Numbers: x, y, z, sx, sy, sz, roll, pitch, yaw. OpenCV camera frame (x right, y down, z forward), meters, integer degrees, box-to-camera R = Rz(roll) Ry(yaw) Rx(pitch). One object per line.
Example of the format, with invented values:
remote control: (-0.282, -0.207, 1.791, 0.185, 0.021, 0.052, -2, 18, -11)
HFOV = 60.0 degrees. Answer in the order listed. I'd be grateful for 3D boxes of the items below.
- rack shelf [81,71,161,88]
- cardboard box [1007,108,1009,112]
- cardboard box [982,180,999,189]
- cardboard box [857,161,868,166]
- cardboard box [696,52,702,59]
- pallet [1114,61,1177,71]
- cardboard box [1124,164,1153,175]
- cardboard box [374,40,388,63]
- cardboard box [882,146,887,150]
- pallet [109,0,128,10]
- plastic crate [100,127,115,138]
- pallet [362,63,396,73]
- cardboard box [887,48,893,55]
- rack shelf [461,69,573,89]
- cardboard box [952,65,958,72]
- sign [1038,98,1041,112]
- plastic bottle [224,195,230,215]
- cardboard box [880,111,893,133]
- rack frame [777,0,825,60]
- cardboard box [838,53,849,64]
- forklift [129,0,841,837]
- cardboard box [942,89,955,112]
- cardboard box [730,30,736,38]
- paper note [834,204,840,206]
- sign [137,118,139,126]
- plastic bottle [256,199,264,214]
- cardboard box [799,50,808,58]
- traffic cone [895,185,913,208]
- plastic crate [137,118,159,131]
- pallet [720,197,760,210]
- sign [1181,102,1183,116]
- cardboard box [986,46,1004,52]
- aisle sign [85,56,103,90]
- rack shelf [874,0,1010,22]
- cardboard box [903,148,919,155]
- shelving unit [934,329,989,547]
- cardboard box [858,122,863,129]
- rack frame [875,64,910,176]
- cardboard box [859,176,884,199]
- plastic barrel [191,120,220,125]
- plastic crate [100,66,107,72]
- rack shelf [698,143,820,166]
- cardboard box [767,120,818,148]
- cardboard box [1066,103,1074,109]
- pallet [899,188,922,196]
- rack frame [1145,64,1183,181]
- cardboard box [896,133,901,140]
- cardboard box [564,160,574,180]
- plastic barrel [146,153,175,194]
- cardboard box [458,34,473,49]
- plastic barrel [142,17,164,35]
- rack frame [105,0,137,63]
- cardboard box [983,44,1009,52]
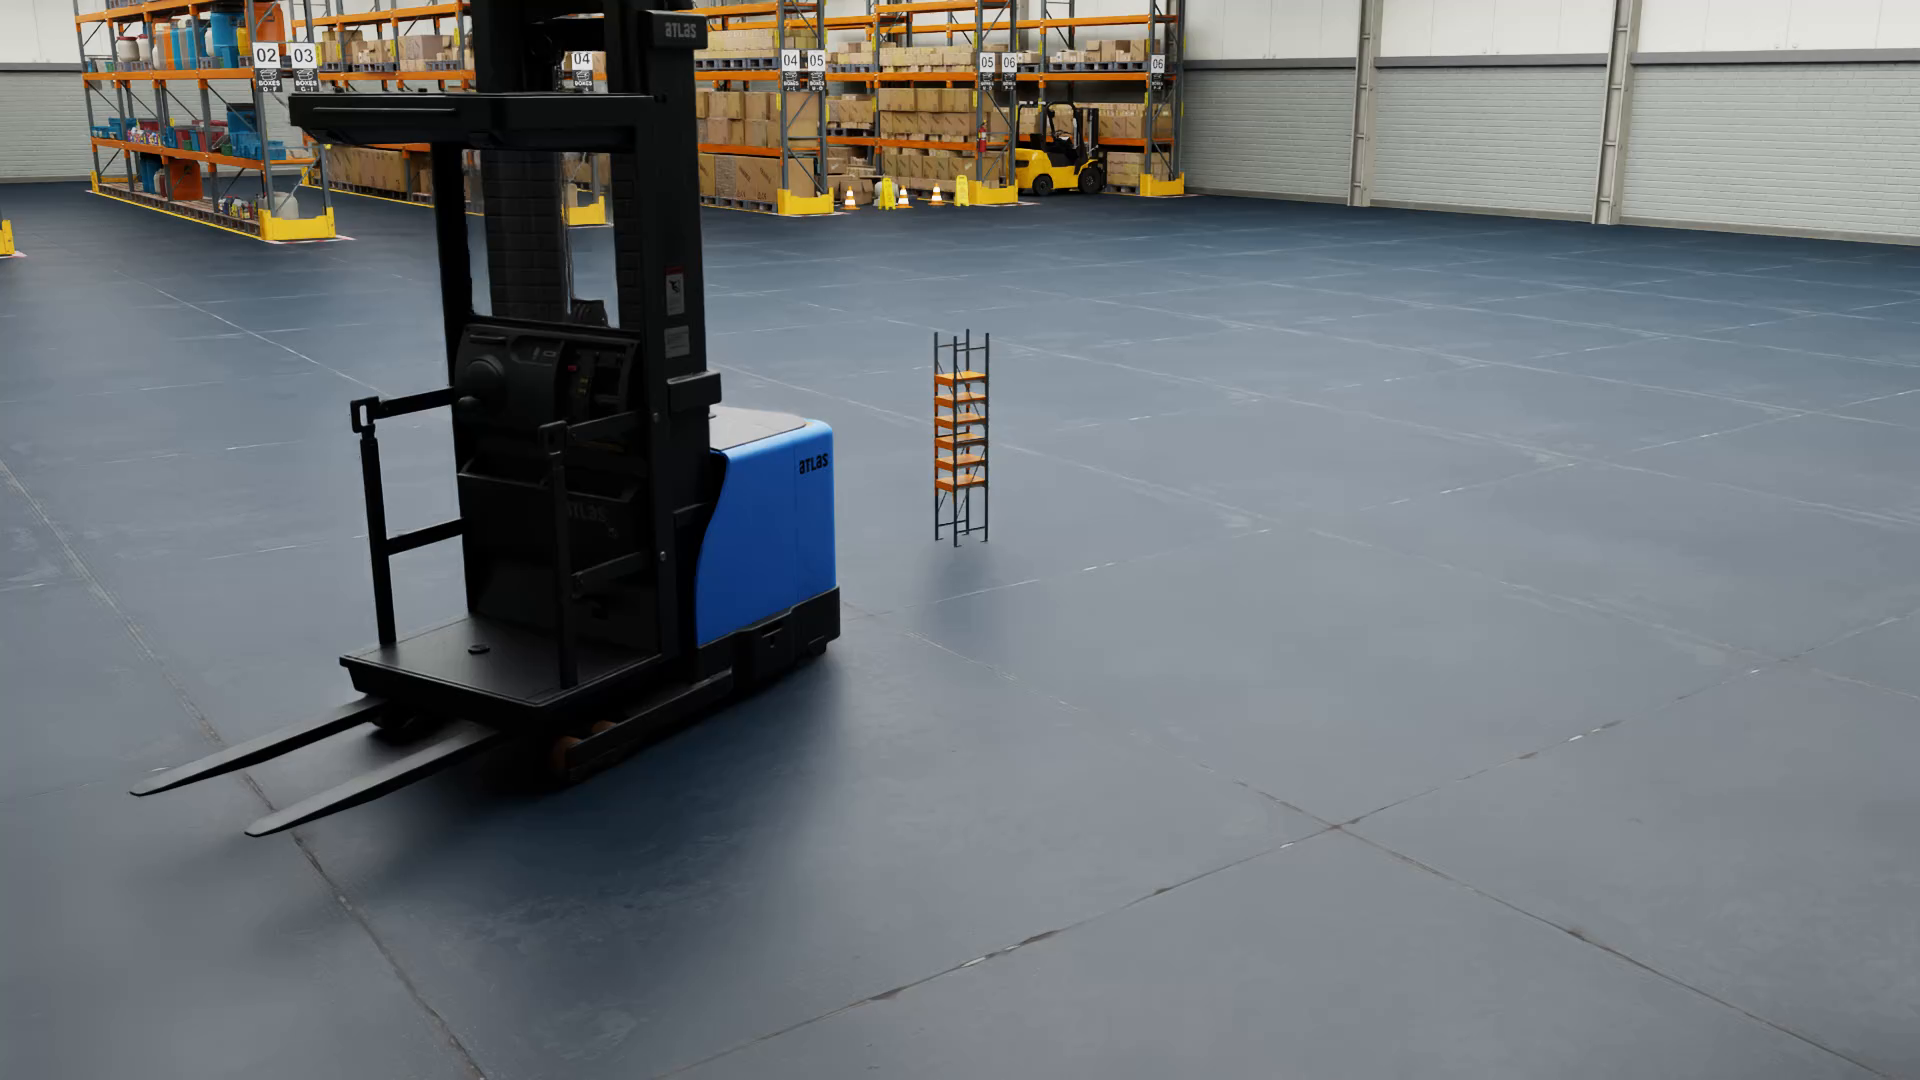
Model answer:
rack shelf: (-19.466, -10.696, 38.653, 1.077, 0.370, 4.000, -11, 19, -35)
cardboard box: (1.436, -11.152, 43.223, 0.380, 0.149, 0.250, -11, 19, -36)
cardboard box: (0.538, -8.005, 37.554, 0.500, 0.250, 0.500, -11, 19, -35)
cardboard box: (-2.820, -11.148, 49.230, 0.380, 0.149, 0.250, -12, 19, -36)
cardboard box: (-5.415, -10.368, 35.586, 0.380, 0.149, 0.250, -11, 19, -34)
pallet: (4.406, -11.244, 39.460, 1.003, 0.211, 1.213, -11, 19, -35)
cardboard box: (4.262, -8.857, 39.722, 0.500, 0.250, 0.500, -11, 19, -35)
cardboard box: (-12.927, -11.071, 37.676, 0.500, 0.500, 0.500, -10, 18, -32)
cardboard box: (-2.033, -11.392, 48.227, 0.380, 0.149, 0.250, -11, 19, -36)
pallet: (-17.778, -11.606, 36.051, 1.003, 0.211, 1.213, -11, 19, -35)
plastic crate: (-19.989, -9.586, 39.122, 0.416, 0.233, 0.300, -11, 19, -35)
pallet: (-13.013, -10.807, 38.054, 1.003, 0.211, 1.213, -10, 18, -32)
cardboard box: (-1.466, -11.309, 38.496, 0.380, 0.149, 0.250, -10, 18, -33)
rack shelf: (-8.404, -8.902, 32.100, 1.077, 0.370, 4.000, -11, 19, -35)
cardboard box: (0.051, -10.382, 36.620, 0.380, 0.149, 0.250, -10, 18, -33)
sign: (2.016, -10.973, 41.941, 0.100, 0.325, 0.005, -11, 19, -35)
plastic bottle: (-13.447, -6.158, 30.579, 0.144, 0.351, 0.185, -10, 18, -33)
cardboard box: (-1.530, -9.822, 39.027, 0.500, 0.500, 0.500, -11, 19, -35)
rack frame: (-3.156, -11.017, 32.782, 1.000, 3.000, 0.127, -11, 19, -35)
cardboard box: (-2.617, -11.665, 40.319, 0.500, 0.250, 0.500, -11, 19, -34)
forklift: (-1.745, -0.644, 6.378, 1.130, 2.935, 3.031, 9, 18, 30)
cardboard box: (0.020, -9.772, 36.950, 0.700, 0.500, 0.500, -11, 19, -34)
cardboard box: (-4.526, -10.429, 34.298, 0.380, 0.149, 0.250, -11, 19, -34)
paper note: (-2.680, -7.280, 36.120, 0.144, 0.017, 0.142, -4, 16, -15)
sign: (-20.206, -10.190, 40.818, 0.100, 0.325, 0.005, -11, 19, -35)
plastic bottle: (-12.966, -6.197, 30.861, 0.152, 0.276, 0.135, -11, 19, -35)
cardboard box: (-3.098, -9.823, 33.592, 0.380, 0.149, 0.250, -11, 19, -34)
traffic cone: (-1.206, -7.336, 35.505, 0.336, 0.463, 0.334, -11, 19, -35)
plastic crate: (-18.612, -9.458, 38.216, 0.402, 0.464, 0.583, -11, 19, -35)
pallet: (-4.403, -7.197, 35.473, 1.003, 0.211, 1.213, -11, 19, -35)
sign: (5.254, -10.225, 39.464, 0.100, 0.325, 0.005, -11, 19, -35)
cardboard box: (0.744, -10.731, 36.385, 0.380, 0.149, 0.250, -11, 19, -35)
aisle sign: (-20.924, -11.246, 40.059, 0.394, 0.787, 0.004, -11, 19, -35)
rack shelf: (-0.388, -11.885, 37.324, 1.077, 0.370, 4.000, -11, 19, -35)
cardboard box: (-1.106, -9.005, 38.559, 0.380, 0.149, 0.250, -10, 18, -32)
shelving unit: (0.009, -0.576, 9.406, 0.258, 1.200, 0.189, -11, 19, -35)
cardboard box: (-2.230, -9.975, 40.020, 0.380, 0.149, 0.250, -12, 19, -36)
rack frame: (-1.564, -9.768, 39.581, 1.000, 3.000, 0.127, -11, 19, -35)
cardboard box: (-2.034, -8.123, 38.303, 0.500, 0.500, 0.500, 1, 15, 4)
plastic barrel: (-15.420, -8.328, 34.065, 0.600, 0.536, 0.708, -11, 19, -35)
plastic crate: (-19.345, -10.701, 37.809, 0.293, 0.136, 0.466, -11, 19, -35)
rack shelf: (-4.332, -8.204, 35.230, 1.077, 0.370, 4.000, -11, 19, -35)
cardboard box: (-3.411, -8.268, 33.818, 0.875, 0.550, 0.550, -11, 19, -35)
cardboard box: (2.849, -10.763, 41.238, 0.380, 0.149, 0.250, -10, 18, -33)
pallet: (-1.140, -8.285, 39.445, 1.003, 0.211, 1.213, -11, 19, -35)
rack frame: (4.801, -9.685, 39.278, 1.000, 3.000, 0.127, -11, 19, -35)
cardboard box: (-1.266, -9.431, 38.829, 0.380, 0.149, 0.250, -11, 19, -35)
cardboard box: (-9.680, -9.371, 42.072, 0.500, 0.500, 0.500, -10, 18, -32)
plastic barrel: (-17.567, -8.089, 36.629, 0.600, 0.901, 0.708, -11, 19, -35)
cardboard box: (-9.776, -10.044, 33.919, 0.797, 0.503, 0.637, -12, 19, -37)
plastic barrel: (-17.162, -10.719, 35.631, 0.600, 0.901, 0.708, -11, 19, -35)
rack frame: (-18.290, -12.062, 36.602, 1.000, 3.000, 0.127, -11, 19, -35)
cardboard box: (0.925, -12.729, 43.545, 0.500, 0.500, 0.500, -10, 18, -33)
